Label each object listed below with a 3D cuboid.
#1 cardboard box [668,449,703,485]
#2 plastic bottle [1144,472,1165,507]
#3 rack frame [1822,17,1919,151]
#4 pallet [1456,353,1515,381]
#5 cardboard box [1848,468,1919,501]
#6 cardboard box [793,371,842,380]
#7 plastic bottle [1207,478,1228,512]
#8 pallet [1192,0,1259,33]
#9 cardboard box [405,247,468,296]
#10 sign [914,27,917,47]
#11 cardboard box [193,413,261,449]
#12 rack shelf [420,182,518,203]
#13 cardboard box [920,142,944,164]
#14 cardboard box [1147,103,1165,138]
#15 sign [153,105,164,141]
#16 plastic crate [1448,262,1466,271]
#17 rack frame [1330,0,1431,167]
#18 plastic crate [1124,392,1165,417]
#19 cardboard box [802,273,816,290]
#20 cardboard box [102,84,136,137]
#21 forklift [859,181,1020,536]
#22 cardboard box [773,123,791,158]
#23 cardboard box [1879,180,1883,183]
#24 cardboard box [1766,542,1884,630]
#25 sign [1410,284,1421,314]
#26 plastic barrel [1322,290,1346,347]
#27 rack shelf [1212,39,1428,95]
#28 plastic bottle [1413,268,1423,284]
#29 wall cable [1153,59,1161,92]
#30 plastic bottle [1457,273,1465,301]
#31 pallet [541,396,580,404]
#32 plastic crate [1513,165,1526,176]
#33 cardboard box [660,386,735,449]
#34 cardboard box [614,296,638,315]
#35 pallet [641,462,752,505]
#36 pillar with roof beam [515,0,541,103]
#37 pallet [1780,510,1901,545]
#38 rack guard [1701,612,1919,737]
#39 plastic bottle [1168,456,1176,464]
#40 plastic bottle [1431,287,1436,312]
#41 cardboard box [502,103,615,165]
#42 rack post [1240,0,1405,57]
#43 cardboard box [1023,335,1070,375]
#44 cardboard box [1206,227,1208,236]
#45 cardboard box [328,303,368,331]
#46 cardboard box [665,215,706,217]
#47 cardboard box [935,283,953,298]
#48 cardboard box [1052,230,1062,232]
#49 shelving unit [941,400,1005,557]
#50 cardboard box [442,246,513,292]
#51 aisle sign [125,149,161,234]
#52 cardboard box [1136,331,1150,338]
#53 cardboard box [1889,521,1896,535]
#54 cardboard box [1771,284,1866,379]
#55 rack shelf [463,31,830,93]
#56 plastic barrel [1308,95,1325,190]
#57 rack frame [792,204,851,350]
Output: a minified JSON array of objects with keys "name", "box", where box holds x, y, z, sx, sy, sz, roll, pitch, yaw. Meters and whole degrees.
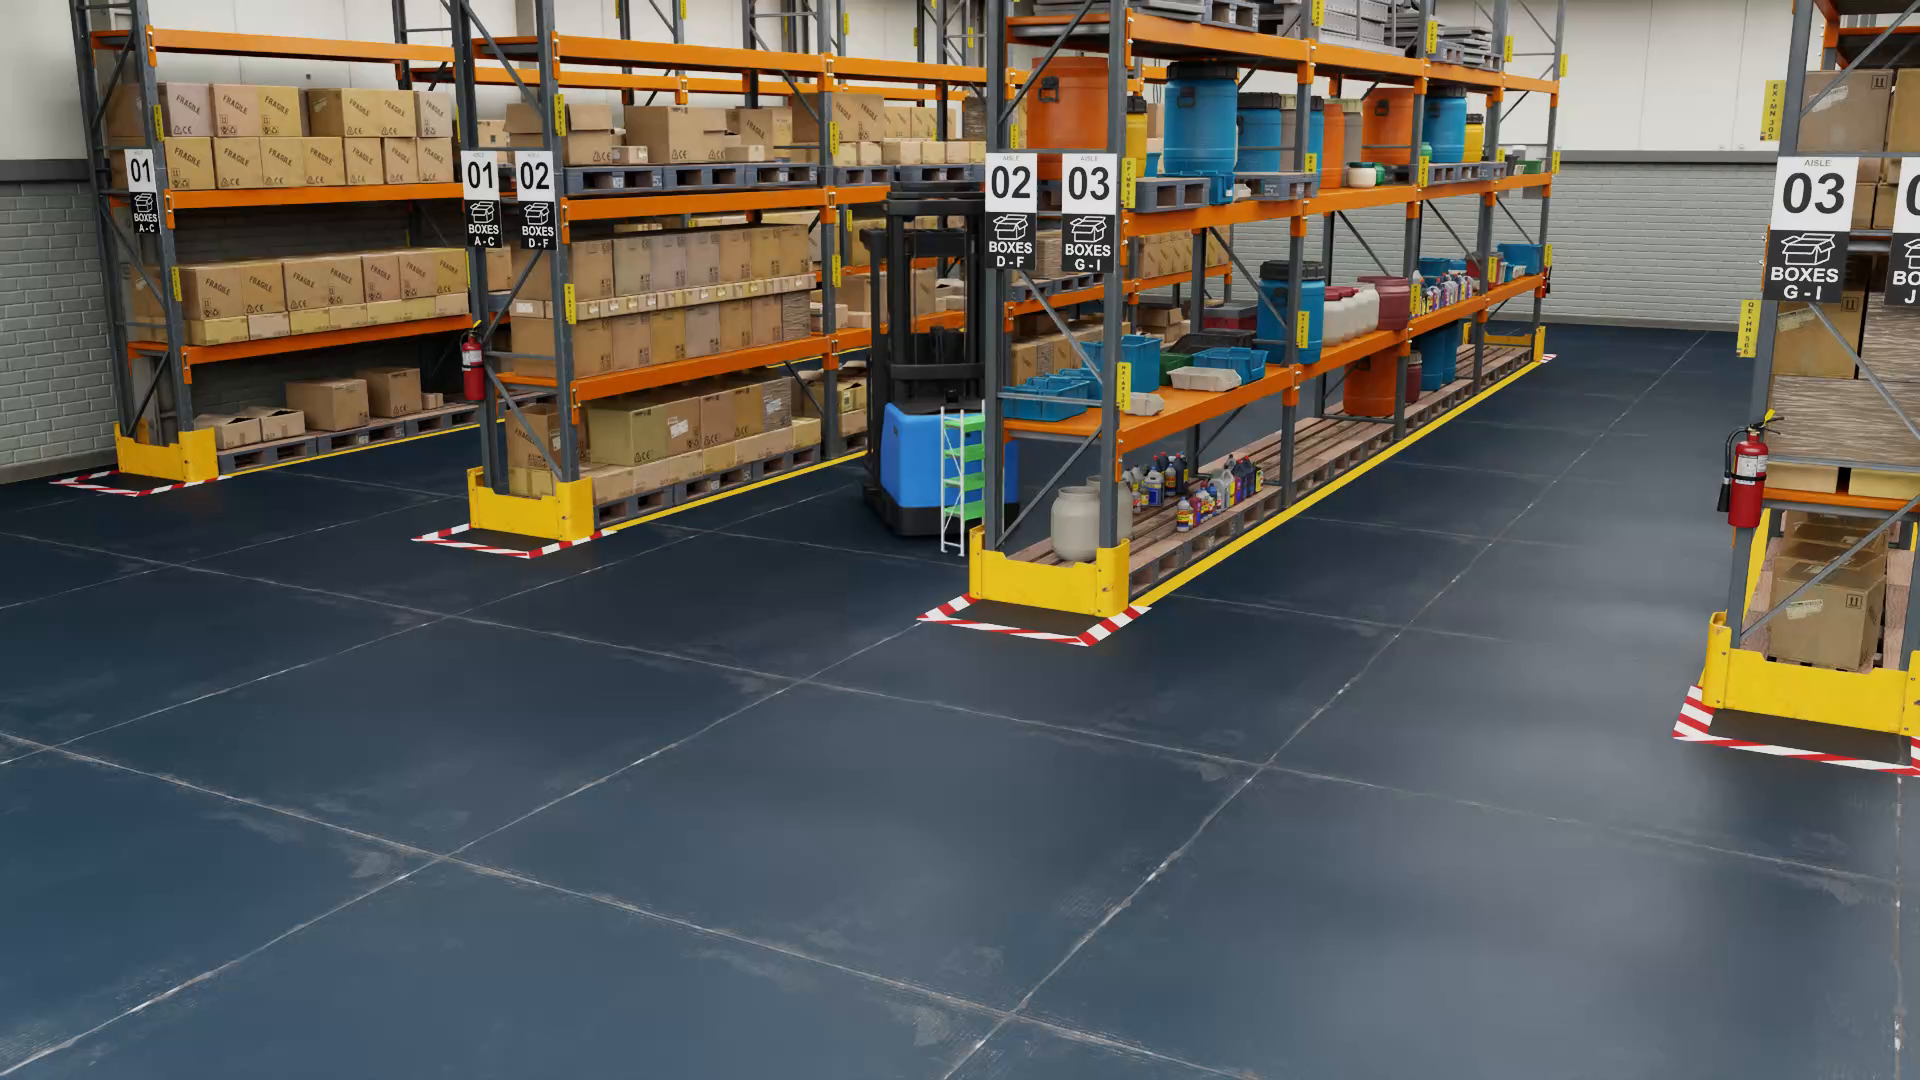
[{"name":"cardboard box","box":[-2.754,-0.705,15.529,0.500,0.250,0.500,7,15,28]},{"name":"plastic bottle","box":[1.671,-0.440,14.330,0.152,0.276,0.135,7,15,28]},{"name":"rack frame","box":[6.915,-4.161,12.094,1.000,3.000,0.127,7,15,28]},{"name":"pallet","box":[7.357,-2.498,23.946,1.003,0.211,1.213,7,15,28]},{"name":"cardboard box","box":[5.328,-0.334,9.553,0.380,0.149,0.250,7,15,28]},{"name":"cardboard box","box":[-1.564,-1.731,18.588,0.500,0.311,0.500,8,16,30]},{"name":"plastic bottle","box":[2.189,-0.393,14.134,0.152,0.276,0.135,8,16,29]},{"name":"pallet","box":[1.616,-4.013,12.734,1.003,0.211,1.213,7,15,28]},{"name":"cardboard box","box":[-6.051,-3.098,19.160,0.500,0.500,0.500,7,15,28]},{"name":"sign","box":[-0.775,-8.902,29.428,0.100,0.325,0.005,7,15,28]},{"name":"cardboard box","box":[-7.614,-1.146,17.187,0.500,0.311,0.500,6,15,22]},{"name":"rack shelf","box":[-5.127,-4.447,21.216,1.077,0.370,4.000,7,15,28]},{"name":"cardboard box","box":[-0.516,-4.453,19.128,0.500,0.250,0.500,7,15,27]},{"name":"cardboard box","box":[2.680,-6.193,24.574,0.700,0.500,0.500,7,15,28]},{"name":"sign","box":[-7.552,-3.930,15.668,0.100,0.325,0.005,7,15,28]},{"name":"plastic crate","box":[7.191,-3.871,23.918,0.416,0.233,0.300,7,15,28]},{"name":"rack frame","box":[4.513,-5.543,17.826,1.000,3.000,0.127,7,15,28]},{"name":"plastic crate","box":[1.360,-1.004,12.362,0.298,0.136,0.250,7,15,28]},{"name":"cardboard box","box":[-1.699,-2.652,17.036,0.380,0.149,0.250,7,15,28]},{"name":"cardboard box","box":[-8.047,-4.229,16.384,0.500,0.500,0.500,8,16,31]},{"name":"forklift","box":[-0.298,-1.756,15.063,1.130,2.935,3.031,-3,14,-12]},{"name":"cardboard box","box":[-2.960,-6.001,24.973,0.700,0.500,0.500,7,15,27]},{"name":"cardboard box","box":[5.684,-1.986,9.790,0.500,0.250,0.500,7,15,27]},{"name":"cardboard box","box":[5.557,0.334,10.685,0.500,0.500,0.500,13,19,43]},{"name":"sign","box":[4.998,-2.645,18.257,0.100,0.325,0.005,7,15,28]},{"name":"plastic barrel","box":[3.588,-2.194,16.444,0.433,0.535,0.433,0,14,0]},{"name":"rack shelf","box":[3.546,-4.589,16.255,1.077,0.370,4.000,7,15,28]},{"name":"plastic bottle","box":[5.973,-3.380,21.757,0.144,0.351,0.185,7,15,28]},{"name":"wall cable","box":[5.123,-10.066,32.436,3.097,2.526,0.112,7,15,28]},{"name":"plastic bottle","box":[6.289,-3.198,21.003,0.144,0.351,0.185,7,15,28]},{"name":"pallet","box":[-5.130,-1.984,21.813,1.003,0.211,1.213,7,15,28]},{"name":"plastic crate","box":[7.599,-5.146,23.141,0.437,0.136,0.530,7,15,28]},{"name":"cardboard box","box":[-2.507,-1.172,15.864,0.500,0.500,0.500,7,15,28]},{"name":"cardboard box","box":[-3.064,-2.073,14.634,0.380,0.149,0.250,7,15,28]},{"name":"pallet","box":[-2.765,-0.603,16.083,1.003,0.211,1.213,7,15,28]},{"name":"pillar with roof beam","box":[-1.777,-6.009,19.759,9.100,9.000,0.400,7,15,28]},{"name":"pallet","box":[7.290,-0.049,13.787,1.003,0.211,1.213,7,15,28]},{"name":"rack guard","box":[5.018,0.775,9.751,1.175,0.500,0.348,7,15,28]},{"name":"plastic bottle","box":[1.909,-0.611,15.039,0.152,0.276,0.135,8,16,30]},{"name":"plastic bottle","box":[5.604,-2.854,19.721,0.061,0.283,0.133,7,15,28]},{"name":"cardboard box","box":[-3.407,-3.445,14.110,0.797,0.503,0.637,9,16,32]},{"name":"rack post","box":[3.456,-5.233,16.115,1.013,1.000,3.121,7,15,28]},{"name":"cardboard box","box":[1.144,-2.459,22.227,0.500,0.500,0.500,7,15,27]},{"name":"cardboard box","box":[3.581,-5.032,26.157,0.500,0.500,0.500,8,16,30]},{"name":"cardboard box","box":[-6.777,-2.424,17.966,0.500,0.250,0.500,8,15,29]},{"name":"cardboard box","box":[-3.914,-4.545,23.995,0.500,0.250,0.500,7,15,26]},{"name":"cardboard box","box":[-0.423,-2.984,20.200,0.500,0.311,0.500,7,15,27]},{"name":"cardboard box","box":[1.687,-4.190,23.905,0.700,0.500,0.500,2,14,9]},{"name":"shelving unit","box":[0.107,-0.508,13.582,0.258,1.200,0.503,13,18,42]},{"name":"cardboard box","box":[-5.817,-3.292,20.135,0.700,0.500,0.500,7,15,28]},{"name":"aisle sign","box":[-7.799,-3.323,15.870,0.394,0.787,0.004,7,15,28]},{"name":"cardboard box","box":[2.505,-2.978,24.783,0.500,0.311,0.500,7,15,28]},{"name":"cardboard box","box":[7.231,-0.367,13.551,0.700,0.500,0.500,6,15,24]},{"name":"cardboard box","box":[5.031,-1.244,9.814,0.500,0.500,0.500,7,15,28]},{"name":"rack shelf","box":[-2.722,-4.330,15.182,1.077,0.370,4.000,7,15,28]},{"name":"plastic barrel","box":[3.267,-3.905,16.363,0.600,0.901,0.708,7,15,28]},{"name":"rack frame","box":[-2.226,-4.570,26.589,1.000,3.000,0.127,7,15,28]}]
